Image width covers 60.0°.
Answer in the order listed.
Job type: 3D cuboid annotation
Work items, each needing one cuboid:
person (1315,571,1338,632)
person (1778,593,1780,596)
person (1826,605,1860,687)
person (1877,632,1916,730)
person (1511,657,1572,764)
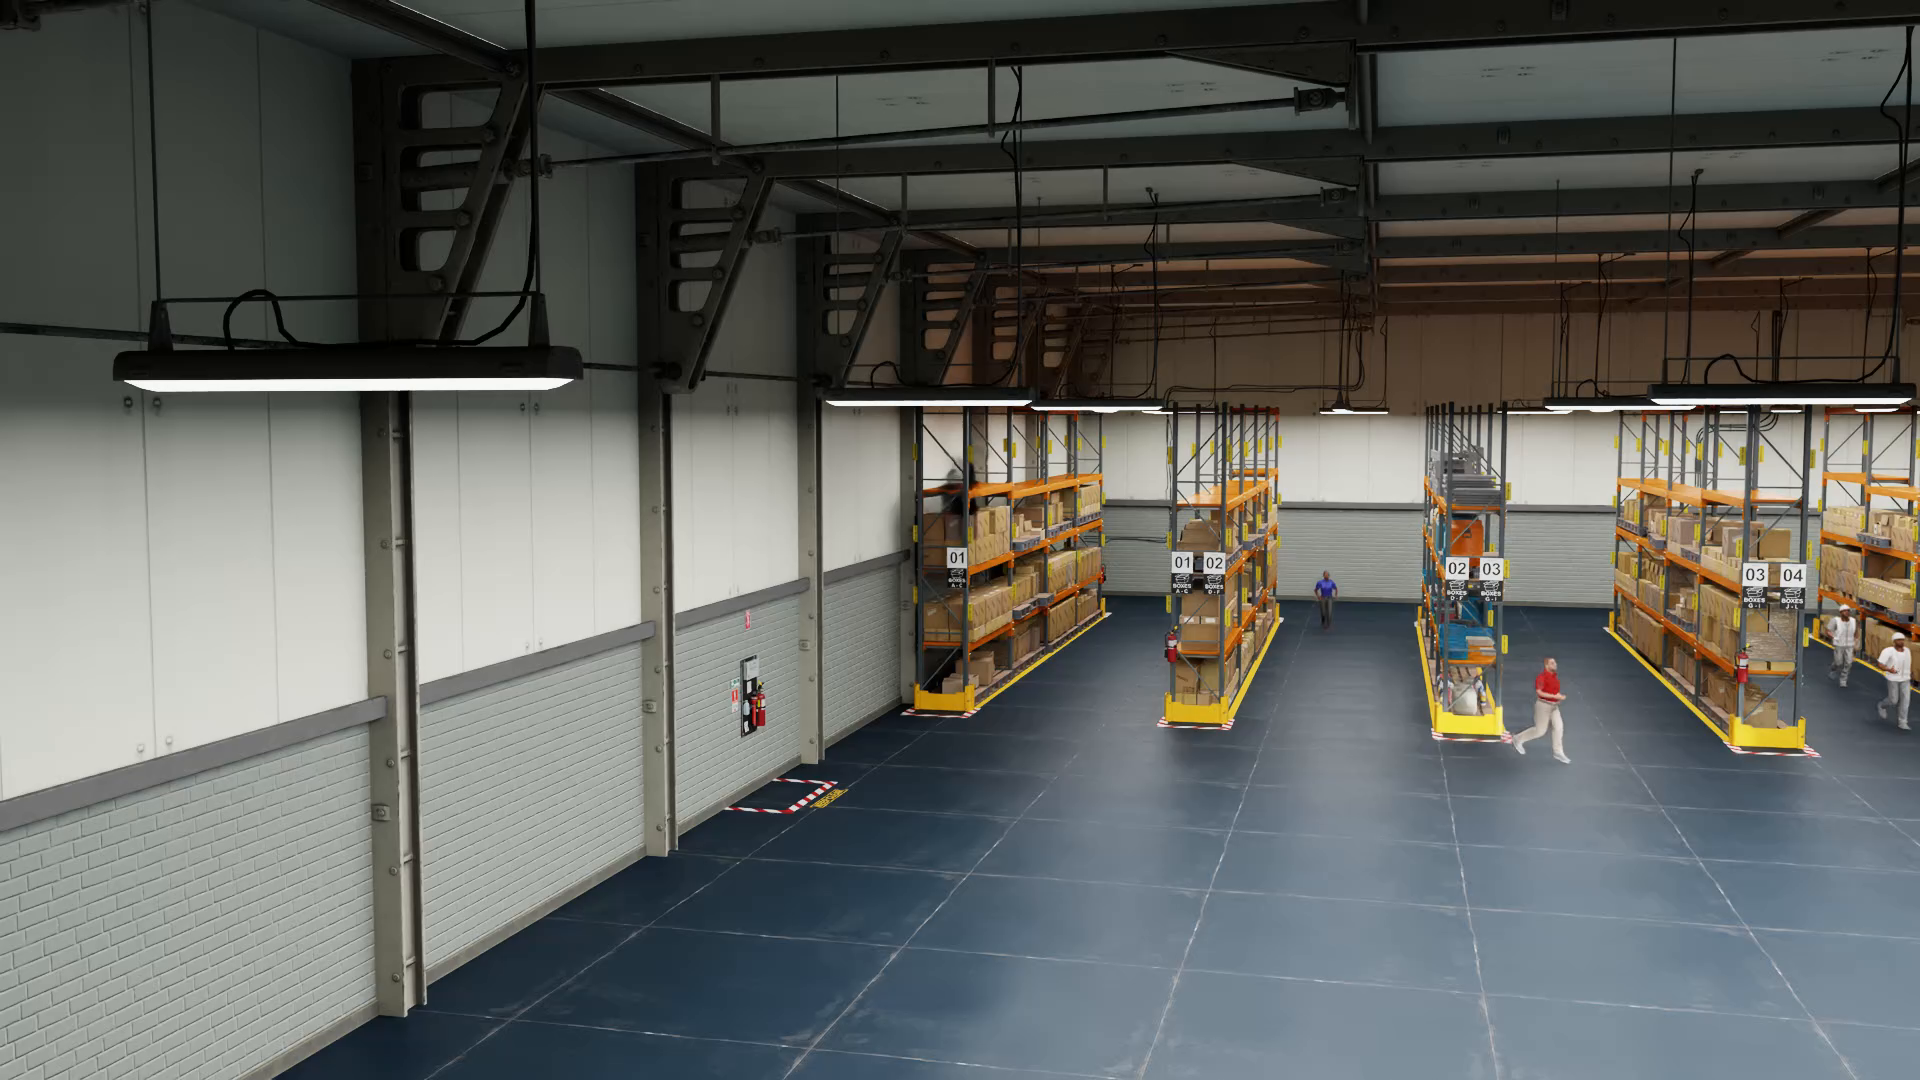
[{"bbox_3d":[9.823,1.645,44.538,0.622,1.636,0.601,0,4,1],"label":"person"},{"bbox_3d":[20.393,1.868,40.934,0.556,1.744,0.725,1,4,17],"label":"person"},{"bbox_3d":[18.779,2.240,35.372,0.678,1.741,0.679,1,4,7],"label":"person"},{"bbox_3d":[17.286,2.575,30.659,0.699,1.752,0.923,0,4,1],"label":"person"},{"bbox_3d":[9.760,2.820,27.777,0.673,1.739,0.968,-4,6,-44],"label":"person"}]
